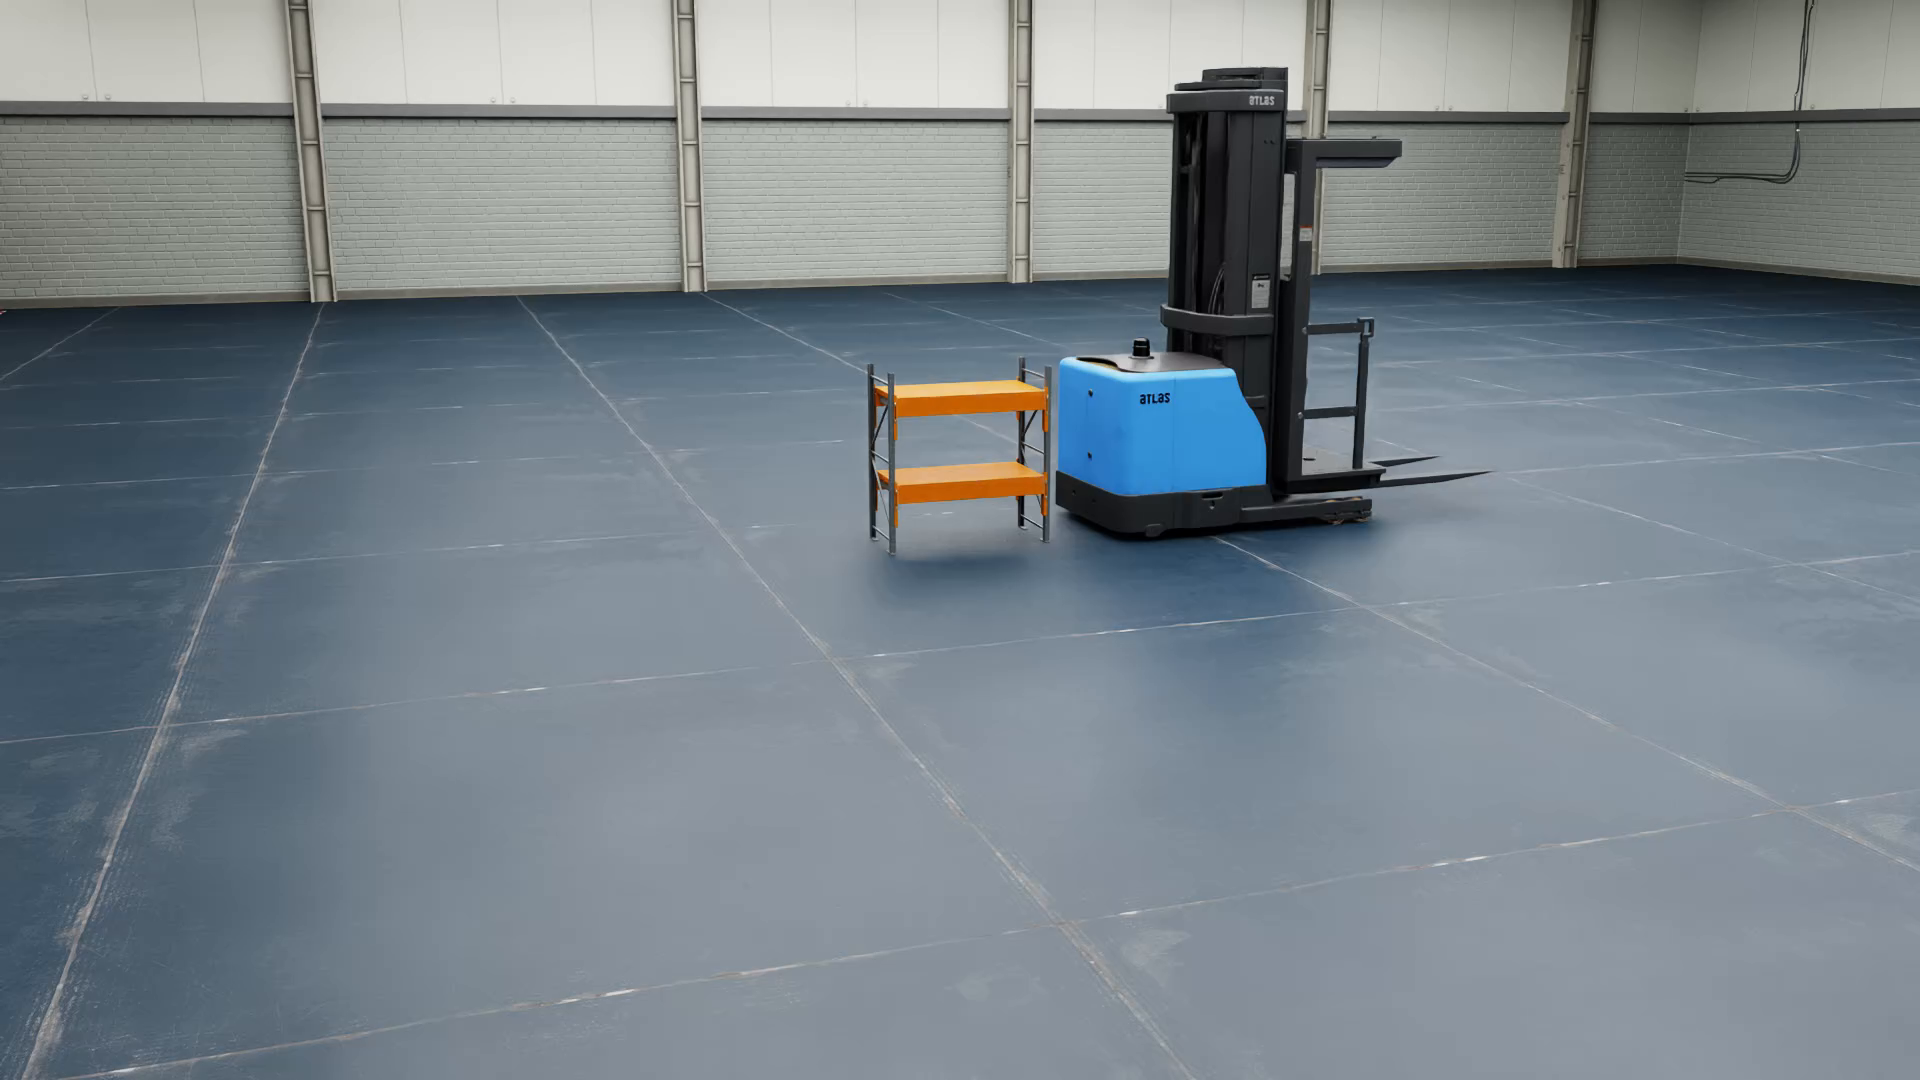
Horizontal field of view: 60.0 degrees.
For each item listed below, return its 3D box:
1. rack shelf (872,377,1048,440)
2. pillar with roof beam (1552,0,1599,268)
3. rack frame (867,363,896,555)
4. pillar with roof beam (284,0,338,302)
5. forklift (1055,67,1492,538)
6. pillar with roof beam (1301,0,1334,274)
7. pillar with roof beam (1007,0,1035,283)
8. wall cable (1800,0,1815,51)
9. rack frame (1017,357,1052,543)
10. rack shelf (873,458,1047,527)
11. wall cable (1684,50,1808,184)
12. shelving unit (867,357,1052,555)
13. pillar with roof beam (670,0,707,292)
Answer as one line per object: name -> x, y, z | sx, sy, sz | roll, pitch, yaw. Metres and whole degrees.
rack shelf -> -0.006, -0.831, 10.443 | 1.000, 0.278, 0.538 | -4, 14, -18
pillar with roof beam -> 13.842, -9.069, 29.324 | 0.400, 9.000, 9.100 | -4, 14, -18
rack frame -> -0.488, -0.509, 10.353 | 0.032, 1.125, 0.500 | -4, 14, -18
pillar with roof beam -> -8.905, -7.298, 21.877 | 0.400, 9.000, 9.100 | -4, 14, -18
forklift -> 2.220, -1.635, 11.184 | 3.031, 2.935, 1.130 | -5, 14, -21
pillar with roof beam -> 8.155, -8.626, 27.462 | 0.400, 9.000, 9.100 | -4, 14, -18
pillar with roof beam -> 2.469, -8.183, 25.601 | 0.400, 9.000, 9.100 | -4, 14, -18
wall cable -> 16.546, -10.294, 30.269 | 0.112, 2.526, 3.097 | -4, 14, -18
rack frame -> 0.475, -0.584, 10.668 | 0.032, 1.125, 0.500 | -4, 14, -18
rack shelf -> -0.006, -0.309, 10.567 | 1.000, 0.278, 0.538 | -4, 14, -18
wall cable -> 15.683, -8.430, 33.348 | 0.112, 2.526, 3.097 | -4, 14, -18
shelving unit -> -0.006, -0.547, 10.511 | 1.048, 1.125, 0.538 | -4, 14, -18
pillar with roof beam -> -3.218, -7.741, 23.739 | 0.400, 9.000, 9.100 | -4, 14, -18
